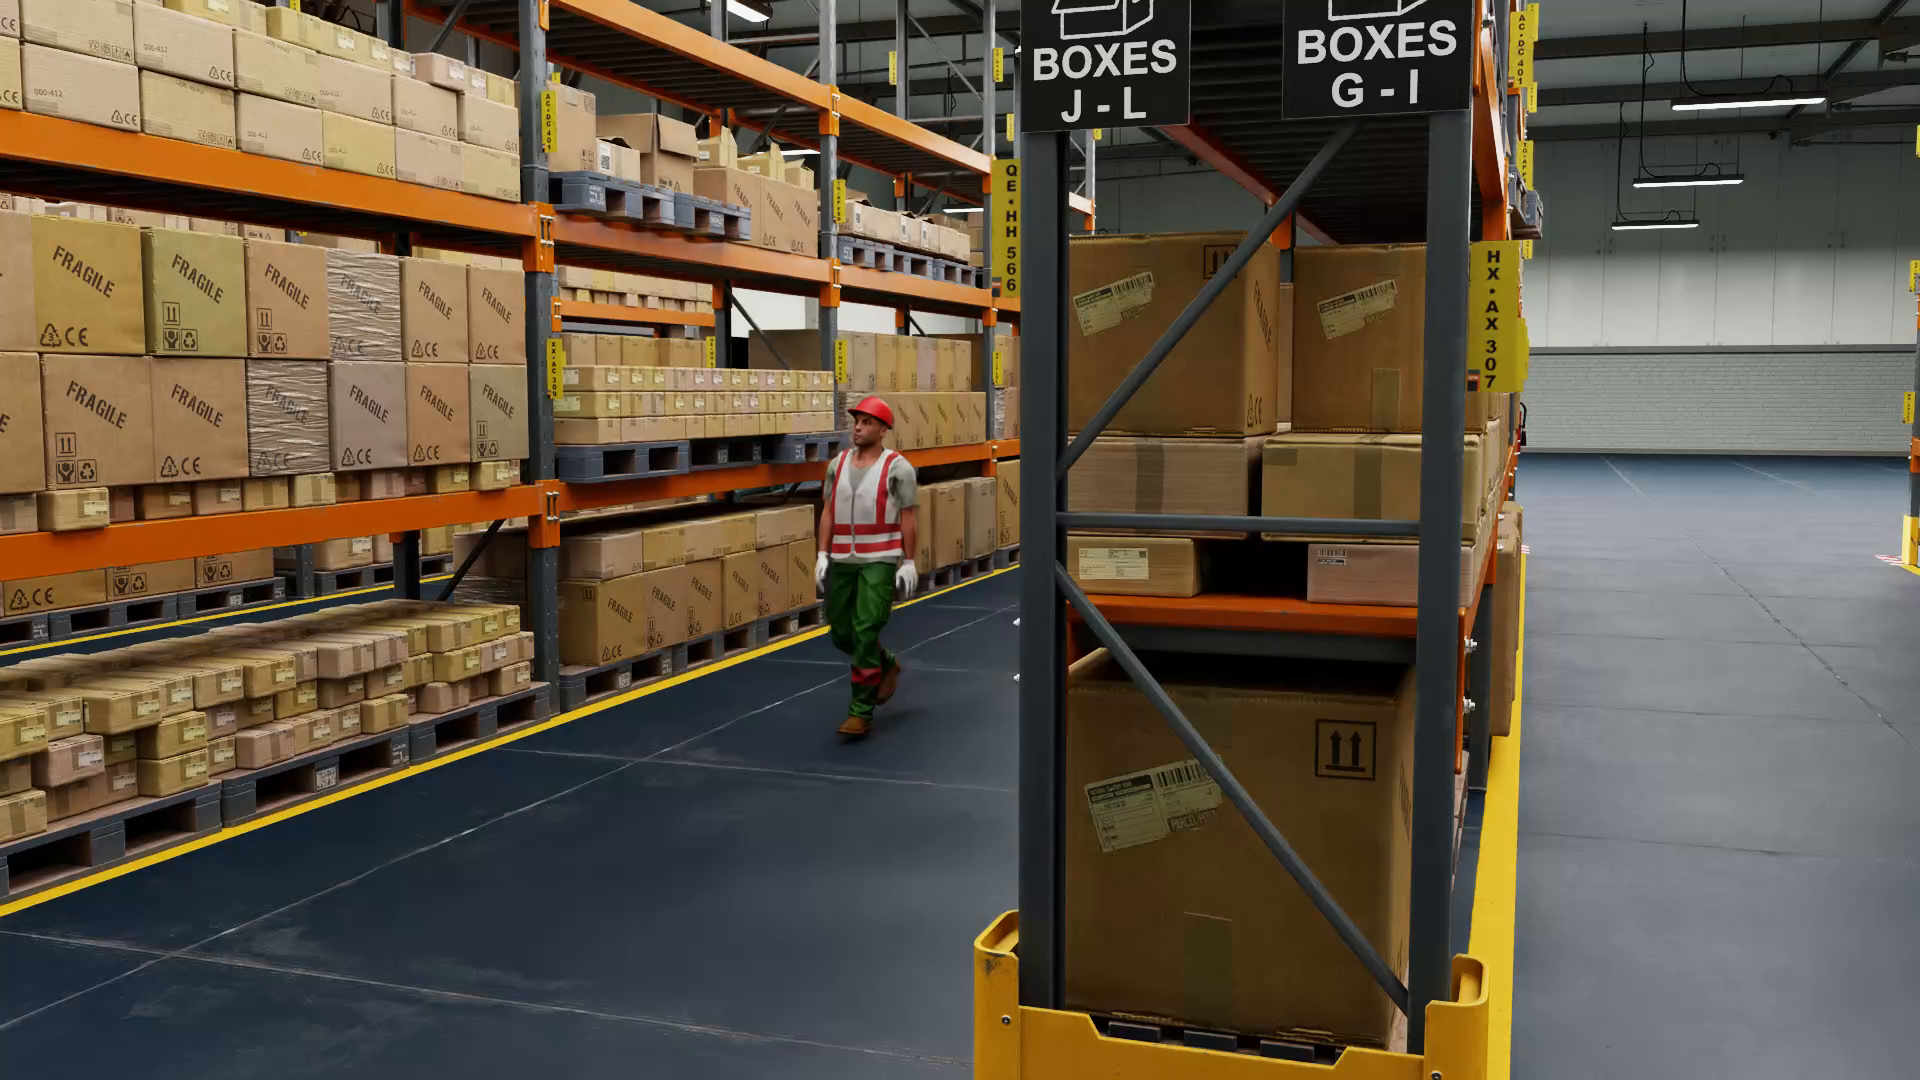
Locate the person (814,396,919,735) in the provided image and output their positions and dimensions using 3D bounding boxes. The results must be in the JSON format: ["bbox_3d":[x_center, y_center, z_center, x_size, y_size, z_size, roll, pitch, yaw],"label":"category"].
[{"bbox_3d":[-0.491,0.118,8.888,0.560,1.768,0.838,3,6,26],"label":"person"}]
